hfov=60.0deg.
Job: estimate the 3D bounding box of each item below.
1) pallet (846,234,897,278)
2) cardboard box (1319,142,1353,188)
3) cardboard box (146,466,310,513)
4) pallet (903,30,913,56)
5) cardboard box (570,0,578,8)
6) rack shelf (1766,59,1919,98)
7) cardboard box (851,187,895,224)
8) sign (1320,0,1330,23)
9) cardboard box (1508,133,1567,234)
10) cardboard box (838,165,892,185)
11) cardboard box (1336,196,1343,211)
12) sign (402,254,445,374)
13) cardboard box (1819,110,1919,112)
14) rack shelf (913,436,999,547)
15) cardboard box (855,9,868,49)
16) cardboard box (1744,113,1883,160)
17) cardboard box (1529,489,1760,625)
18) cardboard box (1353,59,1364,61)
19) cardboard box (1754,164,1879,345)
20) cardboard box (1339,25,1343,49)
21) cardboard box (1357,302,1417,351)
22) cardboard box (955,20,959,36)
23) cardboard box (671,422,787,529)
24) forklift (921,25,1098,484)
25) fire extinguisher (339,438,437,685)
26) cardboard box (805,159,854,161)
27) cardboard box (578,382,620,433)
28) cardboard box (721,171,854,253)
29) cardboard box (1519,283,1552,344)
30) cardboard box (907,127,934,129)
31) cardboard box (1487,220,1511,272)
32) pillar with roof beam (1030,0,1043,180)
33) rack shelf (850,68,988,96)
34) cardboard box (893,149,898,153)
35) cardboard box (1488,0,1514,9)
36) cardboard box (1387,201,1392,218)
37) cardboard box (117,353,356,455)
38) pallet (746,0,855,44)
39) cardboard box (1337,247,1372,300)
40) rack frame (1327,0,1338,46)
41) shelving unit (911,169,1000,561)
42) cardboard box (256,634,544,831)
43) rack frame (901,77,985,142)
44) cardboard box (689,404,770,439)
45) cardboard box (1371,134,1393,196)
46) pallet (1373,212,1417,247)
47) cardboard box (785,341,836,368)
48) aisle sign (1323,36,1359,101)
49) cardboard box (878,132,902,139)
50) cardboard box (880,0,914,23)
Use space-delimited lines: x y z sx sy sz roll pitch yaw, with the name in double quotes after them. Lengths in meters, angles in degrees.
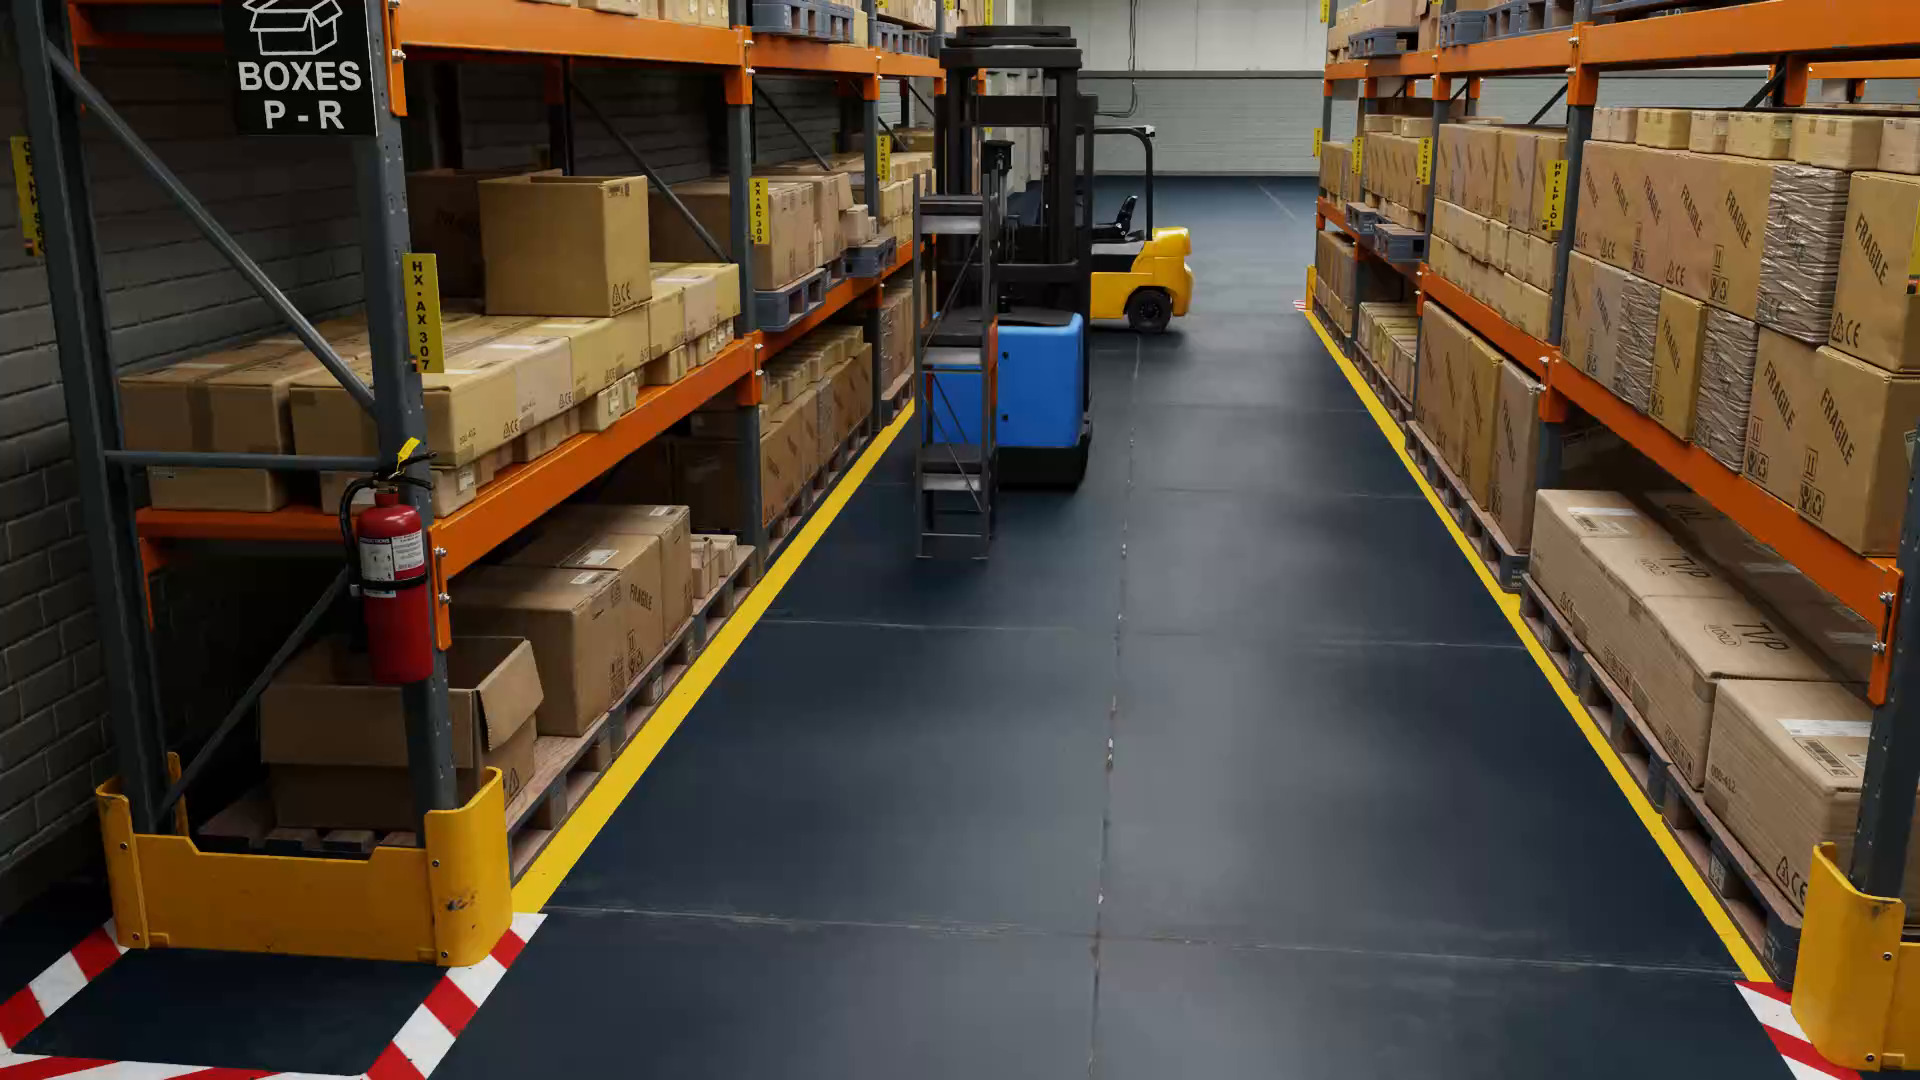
-1.111 -2.019 11.751 1.213 0.211 1.003 2 15 6 "pallet"
4.402 -4.297 19.044 0.500 0.500 0.500 1 15 5 "cardboard box"
-2.236 -0.188 5.091 0.380 0.149 0.250 2 15 6 "cardboard box"
-0.993 -4.116 13.751 1.003 0.211 1.213 2 15 9 "pallet"
-1.571 -1.948 5.855 0.380 0.149 0.250 2 15 6 "cardboard box"
9.435 -4.682 16.862 1.077 0.370 4.000 2 15 6 "rack shelf"
-0.786 -2.566 12.735 0.500 0.250 0.500 2 15 6 "cardboard box"
4.192 -6.105 19.074 0.100 0.325 0.005 2 15 6 "sign"
3.229 -1.896 8.820 0.500 0.500 0.500 2 15 7 "cardboard box"
-0.743 -2.862 13.066 0.380 0.149 0.250 2 15 8 "cardboard box"
4.176 -3.550 17.526 0.380 0.149 0.250 2 15 7 "cardboard box"
-1.467 -0.617 4.539 0.100 0.325 0.005 2 15 6 "sign"
3.452 -1.532 6.233 0.380 0.149 0.250 1 15 5 "cardboard box"
-0.019 -0.282 9.415 0.431 0.518 0.480 2 15 6 "rack shelf"
-0.921 -3.525 11.493 0.500 0.250 0.500 1 15 4 "cardboard box"
2.857 -1.345 5.541 0.380 0.149 0.250 2 15 8 "cardboard box"
3.200 0.087 7.699 0.875 0.438 0.875 1 15 5 "cardboard box"
4.143 -4.866 16.646 0.380 0.149 0.250 2 15 8 "cardboard box"
2.773 -0.869 5.023 0.500 0.500 0.500 2 15 6 "cardboard box"
4.310 -5.351 17.676 0.500 0.250 0.500 2 15 8 "cardboard box"
4.223 -1.980 15.469 0.950 0.372 0.625 2 15 7 "cardboard box"
-0.213 -5.212 16.929 0.380 0.149 0.250 2 15 8 "cardboard box"
-1.277 -0.367 9.258 0.500 0.500 0.500 2 15 9 "cardboard box"
0.405 -2.110 11.852 1.130 2.935 3.031 2 15 6 "forklift"
-1.564 0.054 4.578 0.296 0.674 0.183 2 15 6 "fire extinguisher"
-1.124 -3.210 14.352 0.380 0.149 0.250 2 15 7 "cardboard box"
-1.502 -0.504 6.259 0.380 0.149 0.250 1 15 5 "cardboard box"
-1.104 -2.114 10.730 0.797 0.503 0.637 1 15 5 "cardboard box"
3.177 -1.159 8.488 0.500 0.250 0.500 1 15 5 "cardboard box"
-0.451 -4.789 19.622 0.380 0.149 0.250 1 15 5 "cardboard box"
3.287 -1.662 9.392 0.500 0.250 0.500 2 15 8 "cardboard box"
6.487 -14.761 47.011 9.100 9.000 0.400 2 15 6 "pillar with roof beam"
-0.427 -4.947 17.841 1.077 0.370 4.000 2 15 6 "rack shelf"
-0.840 -3.914 16.956 0.380 0.149 0.250 2 15 8 "cardboard box"
3.936 -3.743 11.009 0.797 0.503 0.637 1 15 3 "cardboard box"
3.728 -2.722 13.660 0.380 0.149 0.250 1 15 4 "cardboard box"
-2.218 -0.413 5.162 0.500 0.250 0.500 2 15 8 "cardboard box"
-1.298 -3.046 9.793 1.213 0.211 1.003 2 15 6 "pallet"
4.136 -2.713 16.975 0.500 0.500 0.500 2 15 7 "cardboard box"
4.731 -7.116 18.737 1.000 3.000 0.127 2 15 6 "rack frame"
-0.019 -0.971 9.229 0.431 2.100 0.503 2 15 6 "shelving unit"
-1.843 0.631 5.558 0.797 0.503 0.637 1 15 4 "cardboard box"
-0.201 -4.365 20.057 1.000 3.000 0.127 2 15 6 "rack frame"
-1.250 -0.647 9.049 0.380 0.149 0.250 2 15 9 "cardboard box"
3.817 -3.206 14.205 0.500 0.500 0.500 2 15 6 "cardboard box"
4.011 -2.567 13.775 1.003 0.211 1.213 2 15 6 "pallet"
-1.056 -1.258 11.308 0.380 0.149 0.250 2 15 8 "cardboard box"
4.430 -5.500 19.274 0.394 0.787 0.004 2 15 6 "aisle sign"
-0.815 -4.190 17.408 0.380 0.149 0.250 1 15 5 "cardboard box"
-0.665 -4.482 13.556 0.500 0.500 0.500 2 15 8 "cardboard box"
